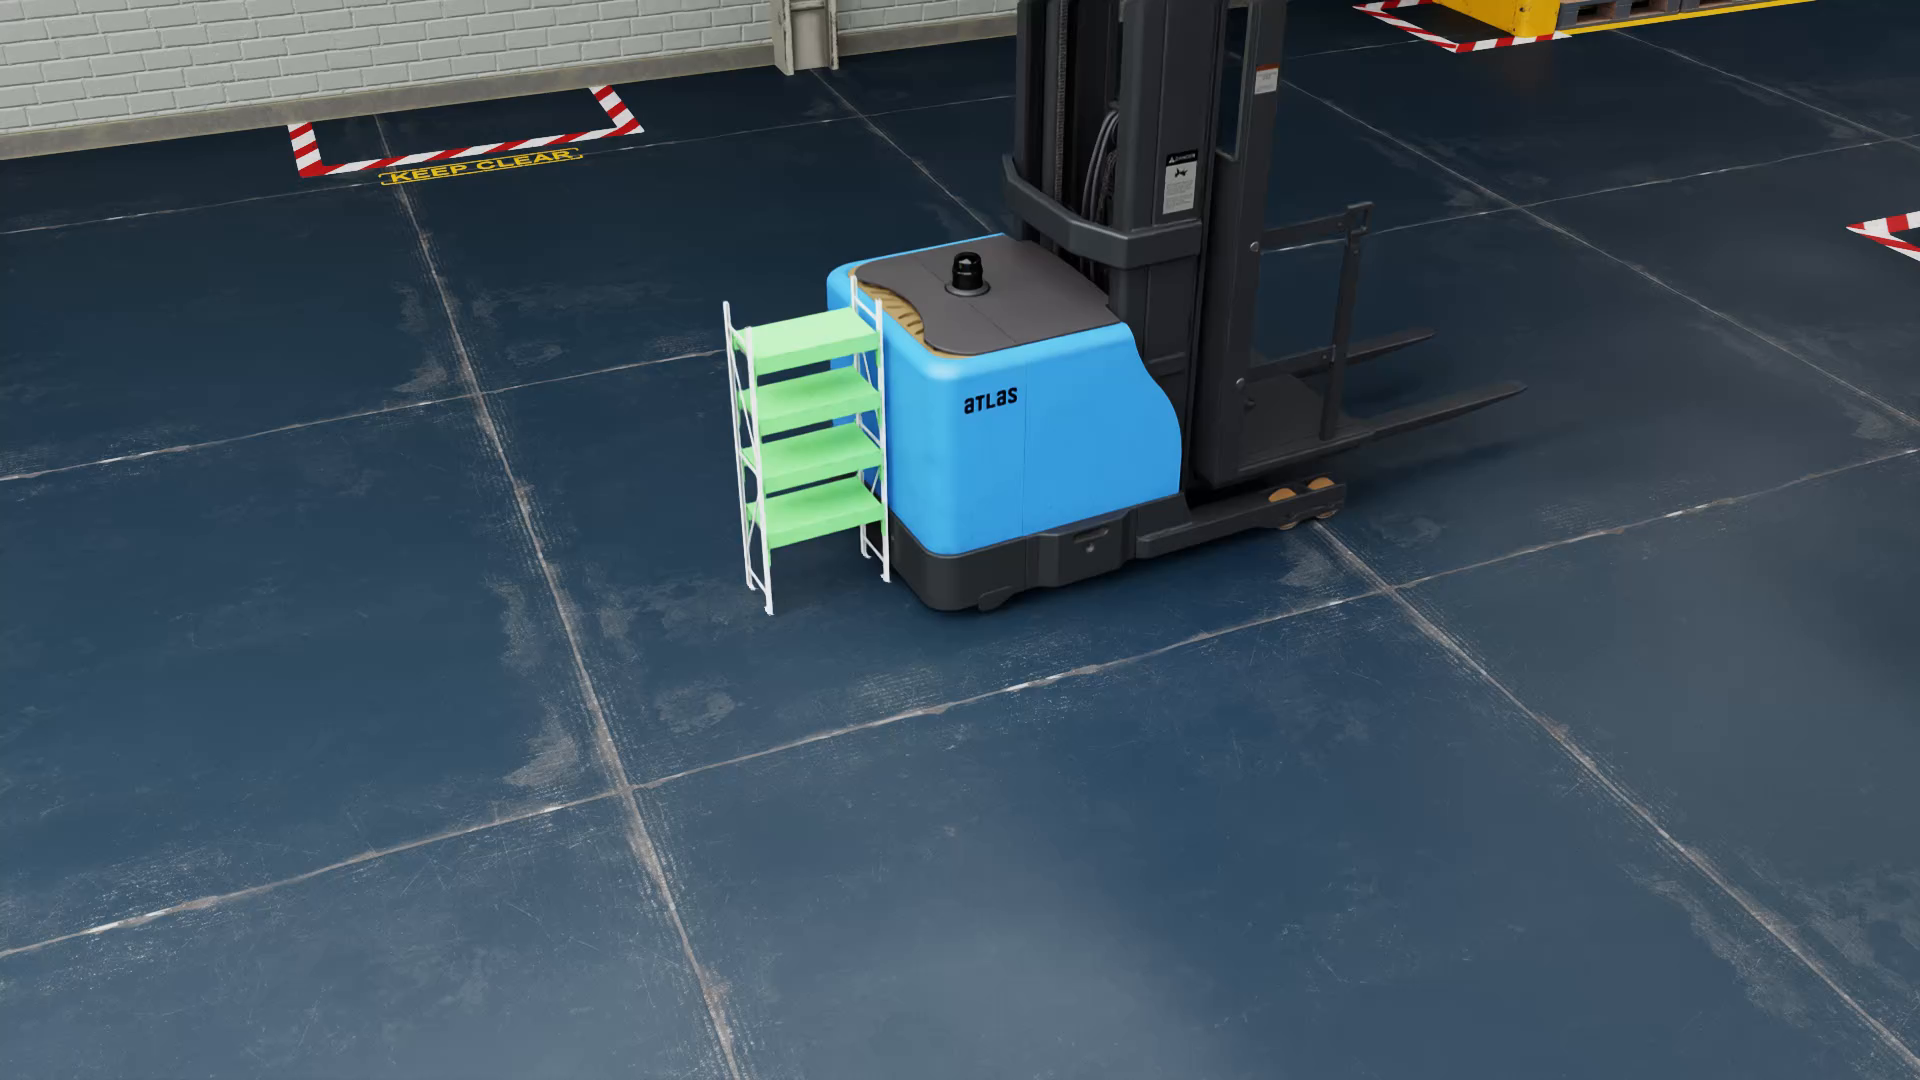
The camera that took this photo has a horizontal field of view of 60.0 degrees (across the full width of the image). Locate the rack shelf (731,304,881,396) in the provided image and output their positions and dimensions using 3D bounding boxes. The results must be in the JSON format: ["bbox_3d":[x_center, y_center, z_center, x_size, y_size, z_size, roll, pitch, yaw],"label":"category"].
[{"bbox_3d":[-0.553,-0.684,5.938,0.480,0.148,0.258,-15,36,-22],"label":"rack shelf"}]

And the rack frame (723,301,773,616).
[{"bbox_3d":[-0.771,-0.275,6.072,0.015,1.200,0.240,-15,36,-22],"label":"rack frame"}]

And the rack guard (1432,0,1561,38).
[{"bbox_3d":[4.182,-4.334,12.953,0.348,0.500,1.175,-13,35,-19],"label":"rack guard"}]

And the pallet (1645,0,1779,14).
[{"bbox_3d":[6.067,-4.622,13.660,1.213,0.211,1.003,-13,35,-19],"label":"pallet"}]

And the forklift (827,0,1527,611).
[{"bbox_3d":[1.023,-1.511,6.385,3.031,2.935,1.130,-15,36,-22],"label":"forklift"}]

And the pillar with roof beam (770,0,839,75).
[{"bbox_3d":[0.556,-5.032,6.232,0.400,9.000,9.100,-13,35,-19],"label":"pillar with roof beam"}]

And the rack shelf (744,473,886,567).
[{"bbox_3d":[-0.553,-0.080,6.330,0.480,0.148,0.258,-15,36,-22],"label":"rack shelf"}]

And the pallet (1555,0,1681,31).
[{"bbox_3d":[4.944,-4.367,13.268,1.213,0.211,1.003,-13,35,-19],"label":"pallet"}]

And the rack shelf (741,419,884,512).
[{"bbox_3d":[-0.553,-0.281,6.199,0.480,0.148,0.258,-15,36,-22],"label":"rack shelf"}]

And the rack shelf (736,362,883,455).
[{"bbox_3d":[-0.553,-0.483,6.069,0.480,0.148,0.258,-15,36,-22],"label":"rack shelf"}]

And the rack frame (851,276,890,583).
[{"bbox_3d":[-0.336,-0.395,6.257,0.015,1.200,0.240,-15,36,-22],"label":"rack frame"}]

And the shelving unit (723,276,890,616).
[{"bbox_3d":[-0.553,-0.335,6.165,0.503,1.200,0.258,-15,36,-22],"label":"shelving unit"}]
